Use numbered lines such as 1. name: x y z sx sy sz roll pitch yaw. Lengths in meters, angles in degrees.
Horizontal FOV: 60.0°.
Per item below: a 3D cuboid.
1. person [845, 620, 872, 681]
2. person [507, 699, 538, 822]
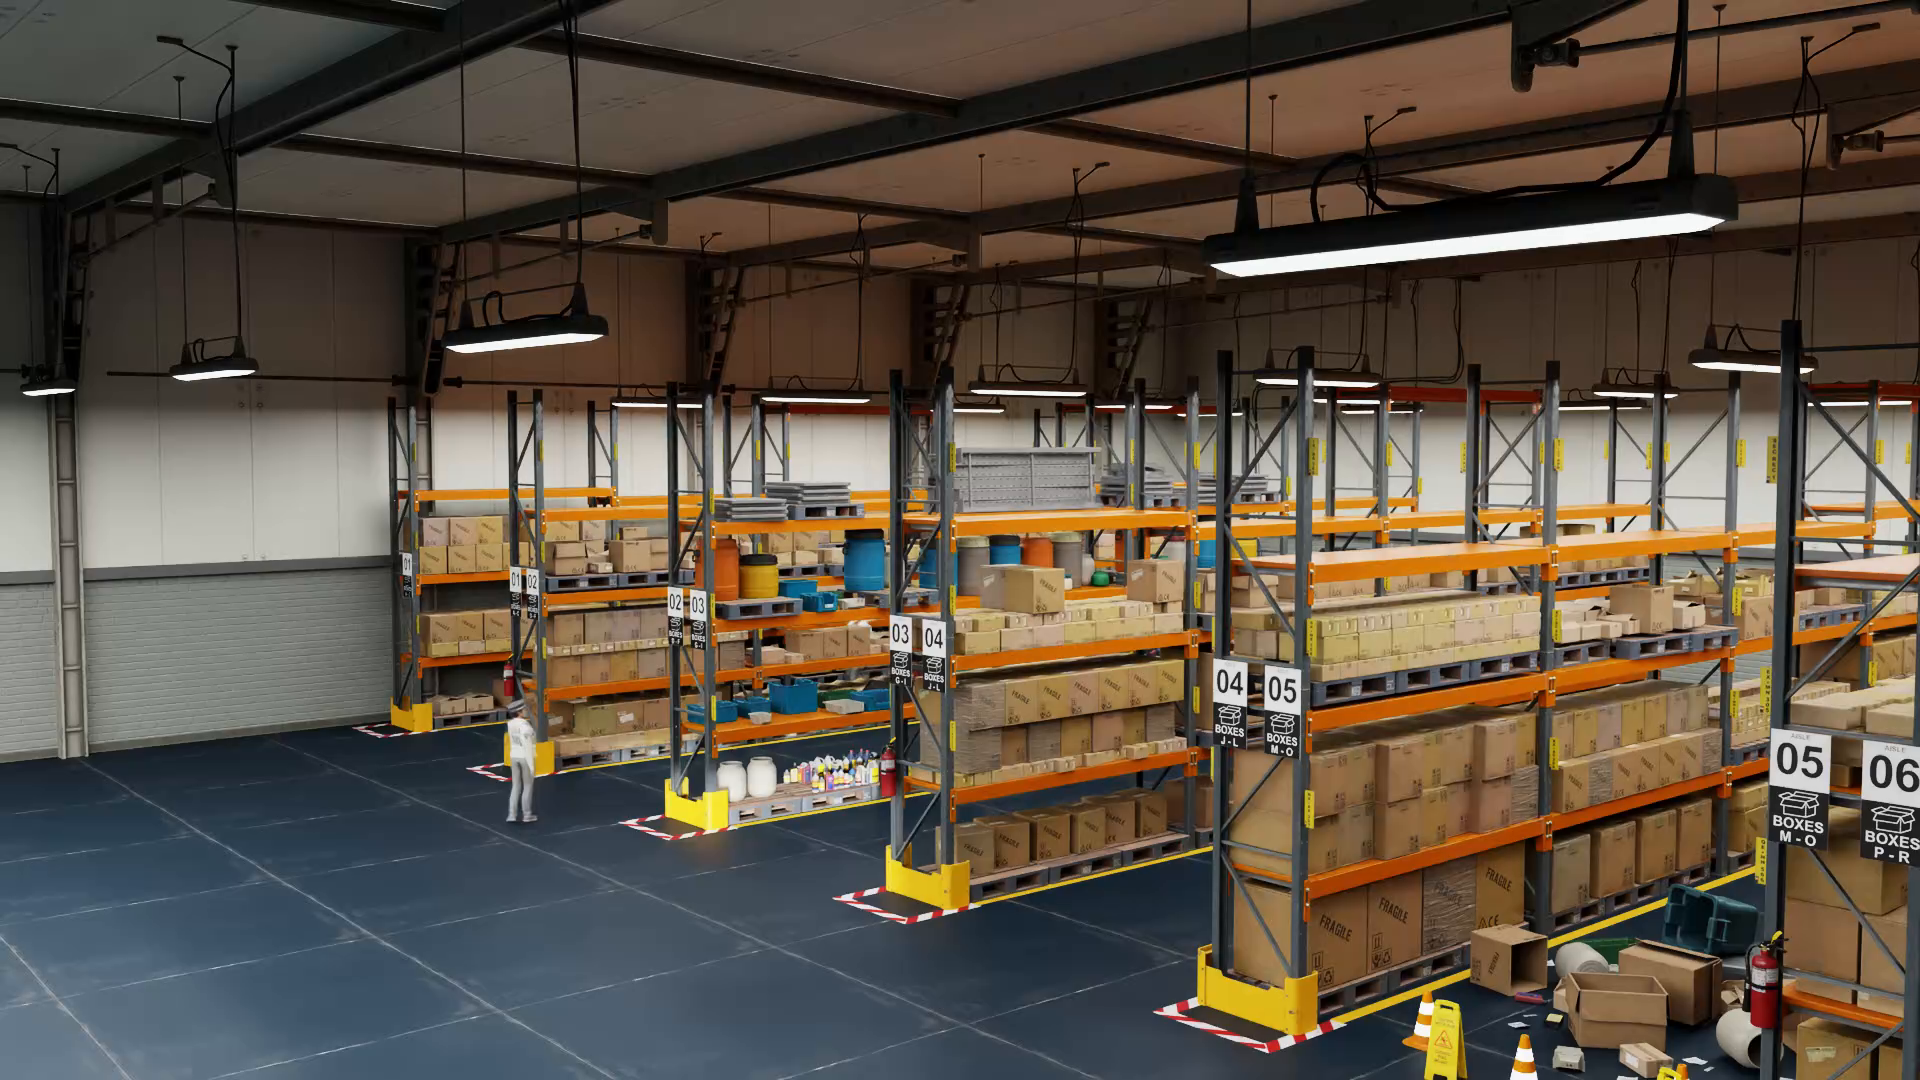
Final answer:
1. person: -2.124 2.310 34.366 0.716 1.762 0.689 1 3 17
2. person: -5.964 2.999 22.654 0.498 1.692 0.422 2 4 27
